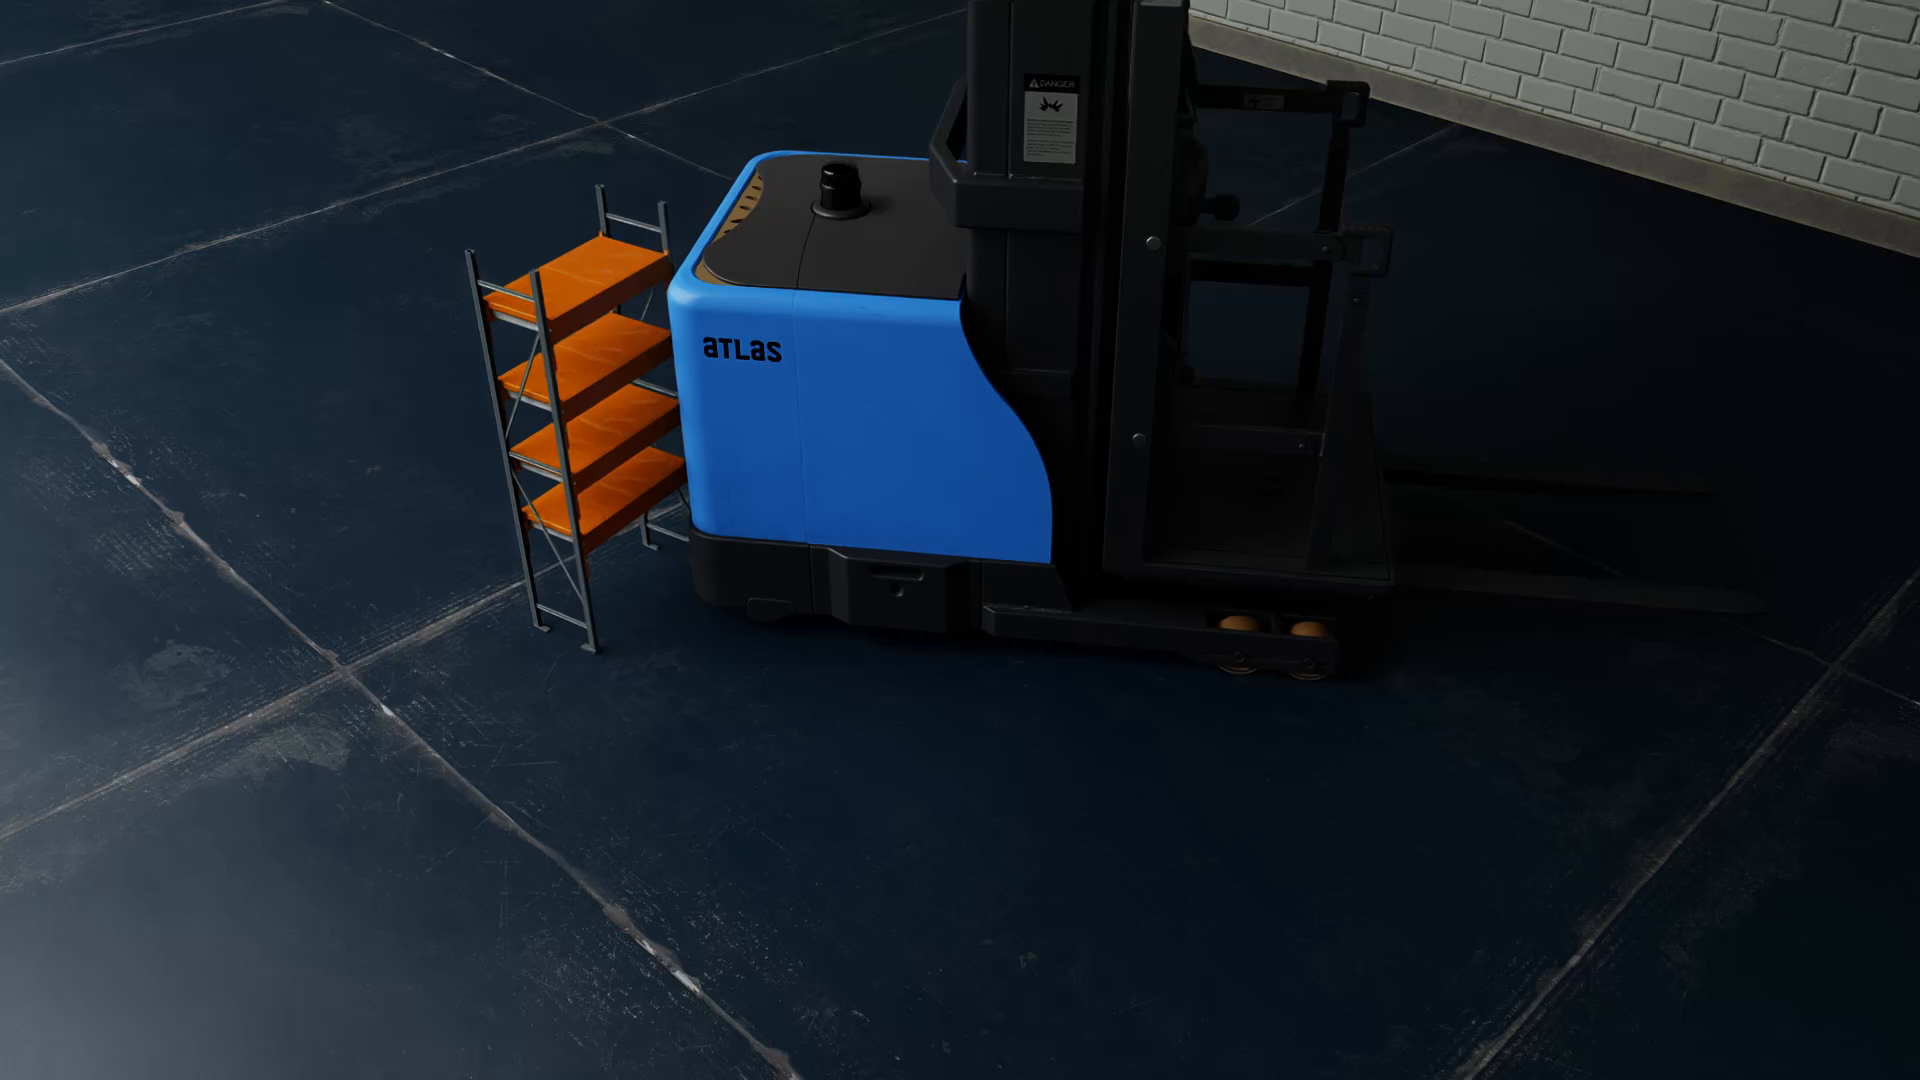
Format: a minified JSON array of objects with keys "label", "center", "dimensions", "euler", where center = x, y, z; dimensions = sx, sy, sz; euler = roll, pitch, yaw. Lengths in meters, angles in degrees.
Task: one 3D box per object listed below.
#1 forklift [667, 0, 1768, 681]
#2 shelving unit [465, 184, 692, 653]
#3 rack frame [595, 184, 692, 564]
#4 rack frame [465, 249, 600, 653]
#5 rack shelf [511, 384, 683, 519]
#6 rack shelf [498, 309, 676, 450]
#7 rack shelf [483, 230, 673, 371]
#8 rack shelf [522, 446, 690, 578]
[{"label":"forklift","center":[0.774,-1.133,4.312],"dimensions":[3.031,2.935,1.130],"euler":[5,35,7]},{"label":"shelving unit","center":[-1.017,-0.324,4.666],"dimensions":[0.258,1.200,0.503],"euler":[19,39,25]},{"label":"rack frame","center":[-0.890,-0.443,4.837],"dimensions":[0.240,1.200,0.015],"euler":[19,39,25]},{"label":"rack frame","center":[-1.145,-0.205,4.495],"dimensions":[0.240,1.200,0.015],"euler":[19,39,25]},{"label":"rack shelf","center":[-1.017,-0.269,4.705],"dimensions":[0.258,0.148,0.480],"euler":[19,39,25]},{"label":"rack shelf","center":[-1.017,-0.453,4.577],"dimensions":[0.258,0.148,0.480],"euler":[19,39,25]},{"label":"rack shelf","center":[-1.017,-0.647,4.441],"dimensions":[0.258,0.148,0.480],"euler":[19,39,25]},{"label":"rack shelf","center":[-1.017,-0.106,4.818],"dimensions":[0.258,0.148,0.480],"euler":[19,39,25]}]
